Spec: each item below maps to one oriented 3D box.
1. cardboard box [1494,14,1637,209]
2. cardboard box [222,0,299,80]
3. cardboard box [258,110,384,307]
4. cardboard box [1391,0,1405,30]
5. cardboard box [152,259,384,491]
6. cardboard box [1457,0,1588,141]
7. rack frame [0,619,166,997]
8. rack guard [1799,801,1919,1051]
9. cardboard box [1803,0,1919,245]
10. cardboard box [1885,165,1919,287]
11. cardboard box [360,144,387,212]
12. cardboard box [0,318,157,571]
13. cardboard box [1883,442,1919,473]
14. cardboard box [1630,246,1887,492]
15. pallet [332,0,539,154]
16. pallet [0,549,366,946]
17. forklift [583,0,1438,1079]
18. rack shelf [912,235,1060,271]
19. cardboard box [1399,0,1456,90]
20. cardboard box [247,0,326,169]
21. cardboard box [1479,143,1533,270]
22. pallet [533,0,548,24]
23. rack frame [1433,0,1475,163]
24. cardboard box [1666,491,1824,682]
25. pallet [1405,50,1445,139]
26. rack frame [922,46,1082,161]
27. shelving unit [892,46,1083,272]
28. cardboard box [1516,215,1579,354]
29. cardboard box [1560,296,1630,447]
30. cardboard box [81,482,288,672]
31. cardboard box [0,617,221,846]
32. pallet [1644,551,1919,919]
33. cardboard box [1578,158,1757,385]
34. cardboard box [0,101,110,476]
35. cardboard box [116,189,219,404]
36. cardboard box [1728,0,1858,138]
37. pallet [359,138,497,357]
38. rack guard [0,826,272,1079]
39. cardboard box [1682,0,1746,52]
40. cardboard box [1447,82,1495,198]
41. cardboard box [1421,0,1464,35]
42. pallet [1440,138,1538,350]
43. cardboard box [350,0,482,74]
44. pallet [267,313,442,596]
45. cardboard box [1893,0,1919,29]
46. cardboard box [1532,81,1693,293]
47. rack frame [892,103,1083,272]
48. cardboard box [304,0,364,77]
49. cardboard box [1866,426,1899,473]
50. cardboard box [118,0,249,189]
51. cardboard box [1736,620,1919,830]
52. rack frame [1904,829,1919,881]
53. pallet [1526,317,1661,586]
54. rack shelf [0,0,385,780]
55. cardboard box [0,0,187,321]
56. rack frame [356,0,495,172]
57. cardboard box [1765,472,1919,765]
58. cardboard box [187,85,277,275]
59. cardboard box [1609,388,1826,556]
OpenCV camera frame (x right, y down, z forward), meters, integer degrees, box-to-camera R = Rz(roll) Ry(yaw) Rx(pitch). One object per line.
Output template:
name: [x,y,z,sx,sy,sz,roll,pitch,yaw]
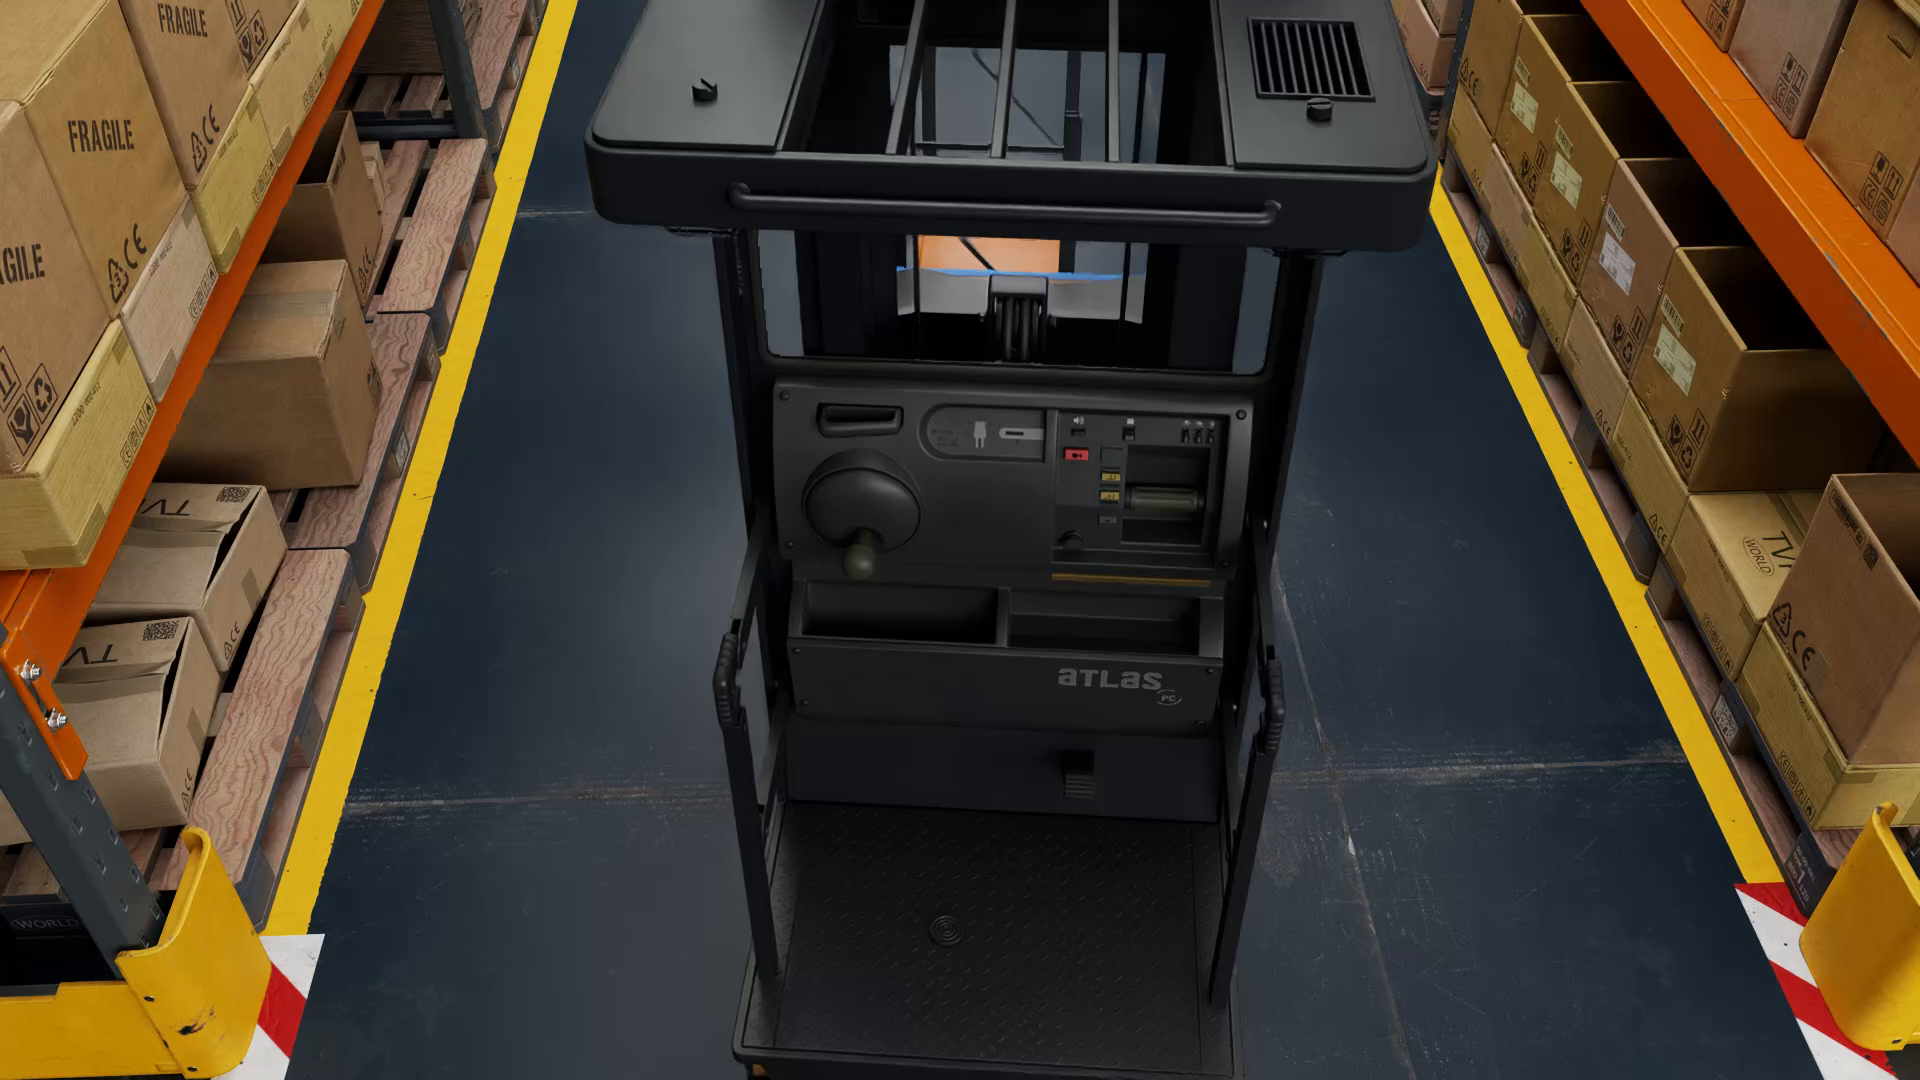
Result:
cardboard box: [2.245,-1.505,5.841,0.500,0.500,0.500,-2,43,-2]
cardboard box: [-2.051,-1.492,4.199,0.500,0.500,0.500,0,43,0]
cardboard box: [-2.356,-1.143,5.802,0.500,0.500,0.500,-5,43,-5]
cardboard box: [2.182,-2.501,7.483,0.500,0.250,0.500,-2,43,-2]
cardboard box: [-2.215,-0.493,5.093,0.700,0.500,0.500,-4,43,-4]
cardboard box: [2.216,-1.842,6.209,0.500,0.500,0.500,-2,43,-2]
rack frame: [-2.270,0.098,2.923,1.000,3.000,0.127,-2,43,-2]
rack guard: [2.680,0.891,3.907,1.175,0.500,0.348,-2,43,-2]
cardboard box: [2.629,-1.088,4.143,0.700,0.500,0.500,-1,43,-2]
cardboard box: [2.645,-0.753,3.778,0.700,0.500,0.500,-1,43,-1]
cardboard box: [-2.387,-1.359,6.284,0.380,0.166,0.250,-7,43,-7]
cardboard box: [-1.974,-0.192,3.336,0.500,0.250,0.500,-3,43,-3]
cardboard box: [2.855,-0.170,4.384,0.500,0.500,0.500,-2,43,-2]
cardboard box: [2.302,-0.492,4.736,0.500,0.500,0.500,-2,43,-2]
pallet: [-2.475,-2.100,7.384,1.003,0.211,1.213,-2,43,-2]
pallet: [-2.273,0.526,4.520,1.003,0.211,1.213,-2,43,-2]
forklift: [0.085,-0.022,3.105,1.130,2.935,3.031,3,43,3]
rack shelf: [0.095,-0.752,5.227,0.538,0.185,1.000,3,43,3]
cardboard box: [2.202,-2.159,7.110,0.500,0.250,0.500,-2,43,-2]
cardboard box: [-2.045,-1.228,4.466,0.500,0.250,0.500,-1,43,-1]
cardboard box: [2.242,-1.228,6.094,0.500,0.250,0.500,-2,43,-2]
pallet: [-2.529,-2.925,8.285,1.003,0.211,1.213,-2,43,-2]
rack frame: [2.509,-2.747,6.027,1.000,3.000,0.127,-2,43,-2]
cardboard box: [2.328,0.122,4.621,0.500,0.250,0.500,-2,43,-2]
pallet: [2.439,-2.215,7.510,1.003,0.211,1.213,-2,43,-2]
rack frame: [0.129,-1.228,5.480,0.500,1.500,0.032,3,43,3]
shelving unit: [0.096,-0.891,5.112,0.587,1.500,1.083,3,43,3]
cardboard box: [2.258,-0.891,5.726,0.500,0.250,0.500,-2,43,-2]
cardboard box: [2.285,-0.553,5.358,0.500,0.250,0.500,-2,43,-2]
cardboard box: [-2.234,0.073,4.615,0.500,0.311,0.500,2,43,2]
cardboard box: [-2.210,0.458,4.195,0.500,0.311,0.500,-6,43,-7]
pallet: [2.605,0.467,4.585,1.003,0.211,1.213,-2,43,-2]
cardboard box: [2.282,-0.830,5.104,0.500,0.500,0.500,-2,43,-2]
cardboard box: [-1.990,-0.461,3.074,0.500,0.500,0.500,-2,43,-2]
cardboard box: [-2.010,-0.542,3.718,0.500,0.250,0.500,-3,43,-3]
cardboard box: [2.603,-1.444,4.531,0.700,0.500,0.500,0,43,-1]
pallet: [-2.376,-1.122,6.317,1.003,0.211,1.213,-2,43,-2]
rack guard: [-2.273,0.969,3.823,1.175,0.500,0.348,-2,43,-2]
cardboard box: [2.580,-1.789,4.908,0.700,0.500,0.500,-1,43,-1]
cardboard box: [2.226,-1.566,6.463,0.500,0.250,0.500,-2,43,-2]
cardboard box: [2.205,-2.360,6.914,0.500,0.311,0.500,-2,43,-2]
pallet: [2.501,-1.181,6.382,1.003,0.211,1.213,-2,43,-2]
cardboard box: [-2.488,-2.339,7.106,0.700,0.500,0.500,0,43,0]
pallet: [-2.321,-0.296,5.417,1.003,0.211,1.213,-2,43,-2]
cardboard box: [2.429,-1.271,3.863,0.380,0.149,0.250,0,43,0]
cardboard box: [2.258,-1.167,5.472,0.500,0.500,0.500,-2,43,-2]
rack frame: [0.062,-0.542,4.732,0.500,1.500,0.032,3,43,3]
cardboard box: [-2.067,-1.567,4.836,0.500,0.250,0.500,-2,43,-2]
cardboard box: [2.821,-0.507,4.752,0.500,0.500,0.500,-2,43,-2]
cardboard box: [-2.017,-1.144,3.819,0.500,0.500,0.500,-3,43,-3]
cardboard box: [2.361,0.459,4.253,0.500,0.250,0.500,-2,43,-2]
rack frame: [2.679,-0.046,3.080,1.000,3.000,0.127,-2,43,-2]
pallet: [2.556,-0.355,5.481,1.003,0.211,1.213,-2,43,-2]
rack shelf: [-2.355,-0.987,4.639,1.077,0.370,4.000,-2,43,-2]
cardboard box: [-2.001,-0.795,3.439,0.500,0.500,0.500,-2,43,-2]
rack frame: [-2.440,-2.602,5.869,1.000,3.000,0.127,-2,43,-2]
cardboard box: [2.359,0.183,4.000,0.500,0.500,0.500,-2,43,-2]
cardboard box: [-2.026,-0.886,4.093,0.500,0.250,0.500,-2,43,-2]
cardboard box: [2.305,-0.216,4.989,0.500,0.250,0.500,-2,43,-2]
